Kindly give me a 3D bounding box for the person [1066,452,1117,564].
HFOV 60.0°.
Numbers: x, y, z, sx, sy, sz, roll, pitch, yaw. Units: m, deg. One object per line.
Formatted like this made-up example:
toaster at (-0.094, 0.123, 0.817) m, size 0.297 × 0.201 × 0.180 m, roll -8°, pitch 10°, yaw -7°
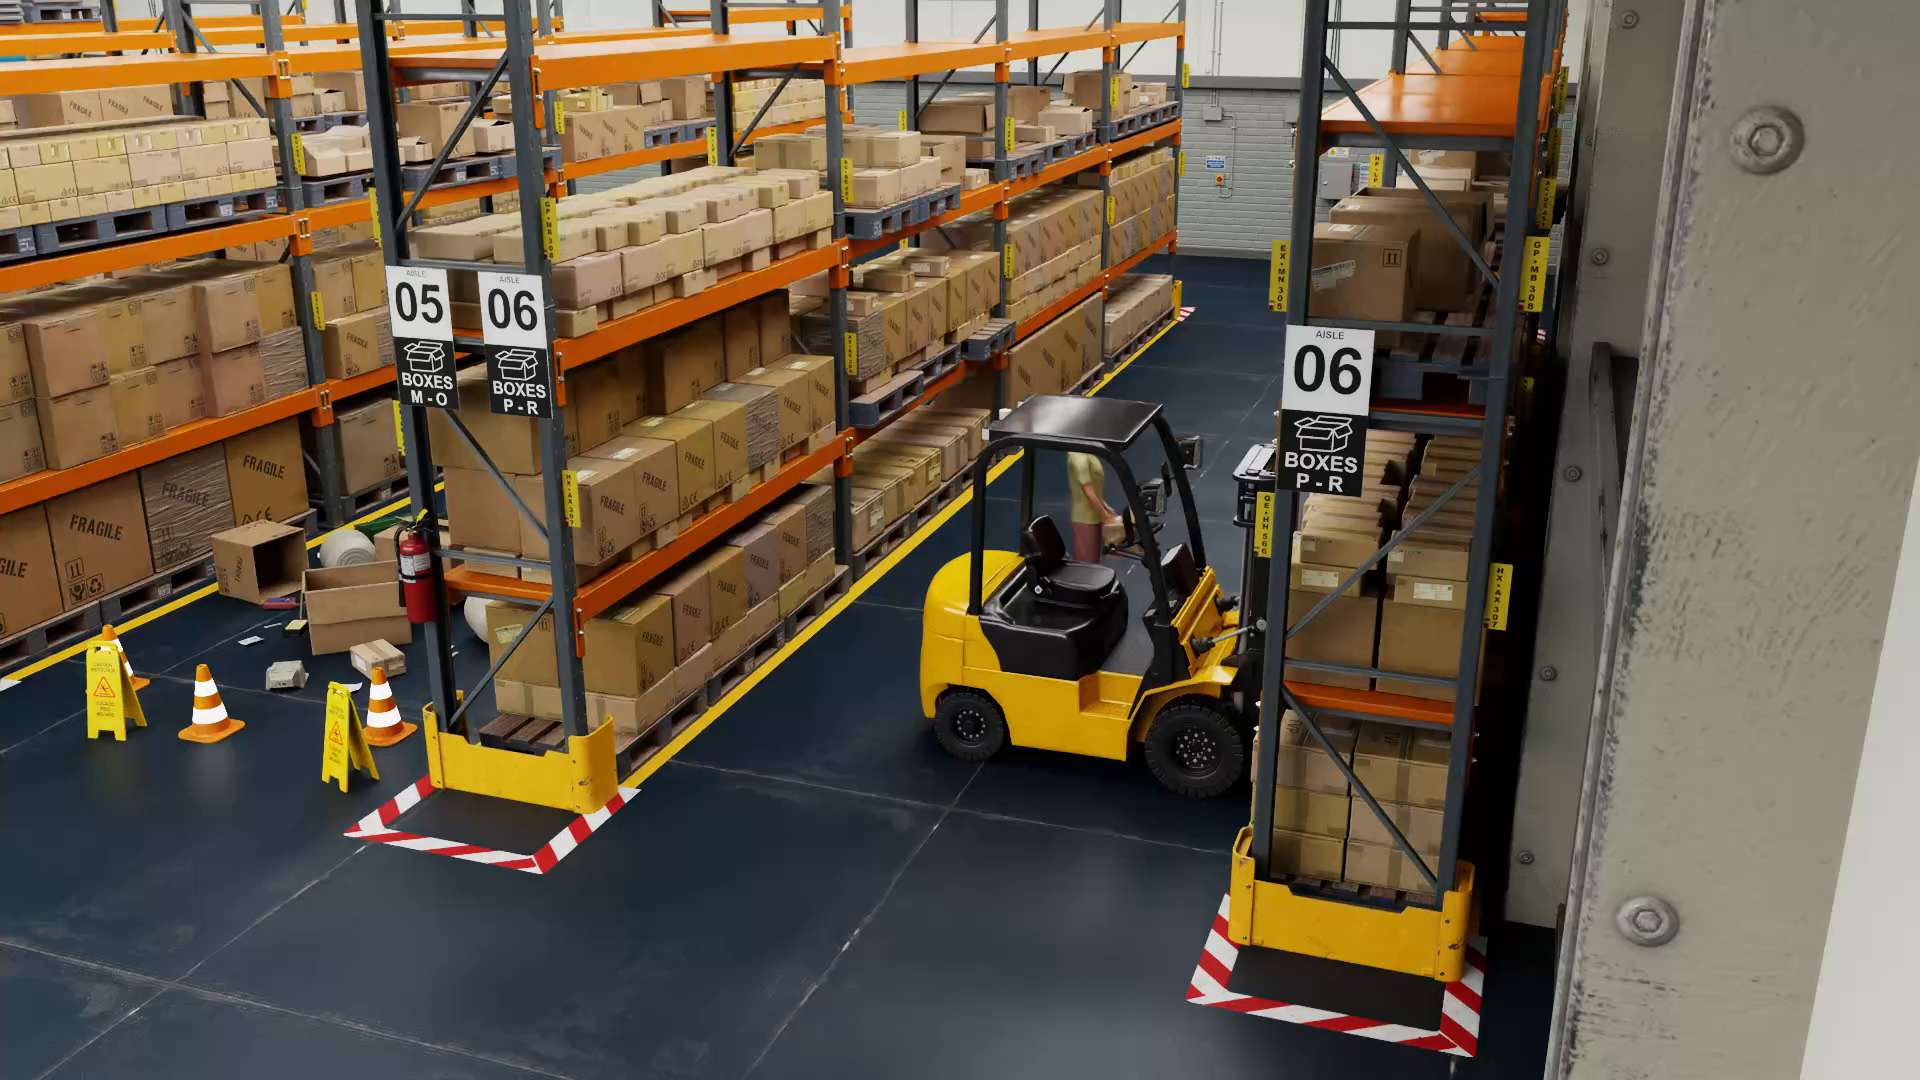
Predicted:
person at (0.962, -0.129, 12.435) m, size 0.455 × 1.671 × 0.507 m, roll 1°, pitch 19°, yaw 3°
